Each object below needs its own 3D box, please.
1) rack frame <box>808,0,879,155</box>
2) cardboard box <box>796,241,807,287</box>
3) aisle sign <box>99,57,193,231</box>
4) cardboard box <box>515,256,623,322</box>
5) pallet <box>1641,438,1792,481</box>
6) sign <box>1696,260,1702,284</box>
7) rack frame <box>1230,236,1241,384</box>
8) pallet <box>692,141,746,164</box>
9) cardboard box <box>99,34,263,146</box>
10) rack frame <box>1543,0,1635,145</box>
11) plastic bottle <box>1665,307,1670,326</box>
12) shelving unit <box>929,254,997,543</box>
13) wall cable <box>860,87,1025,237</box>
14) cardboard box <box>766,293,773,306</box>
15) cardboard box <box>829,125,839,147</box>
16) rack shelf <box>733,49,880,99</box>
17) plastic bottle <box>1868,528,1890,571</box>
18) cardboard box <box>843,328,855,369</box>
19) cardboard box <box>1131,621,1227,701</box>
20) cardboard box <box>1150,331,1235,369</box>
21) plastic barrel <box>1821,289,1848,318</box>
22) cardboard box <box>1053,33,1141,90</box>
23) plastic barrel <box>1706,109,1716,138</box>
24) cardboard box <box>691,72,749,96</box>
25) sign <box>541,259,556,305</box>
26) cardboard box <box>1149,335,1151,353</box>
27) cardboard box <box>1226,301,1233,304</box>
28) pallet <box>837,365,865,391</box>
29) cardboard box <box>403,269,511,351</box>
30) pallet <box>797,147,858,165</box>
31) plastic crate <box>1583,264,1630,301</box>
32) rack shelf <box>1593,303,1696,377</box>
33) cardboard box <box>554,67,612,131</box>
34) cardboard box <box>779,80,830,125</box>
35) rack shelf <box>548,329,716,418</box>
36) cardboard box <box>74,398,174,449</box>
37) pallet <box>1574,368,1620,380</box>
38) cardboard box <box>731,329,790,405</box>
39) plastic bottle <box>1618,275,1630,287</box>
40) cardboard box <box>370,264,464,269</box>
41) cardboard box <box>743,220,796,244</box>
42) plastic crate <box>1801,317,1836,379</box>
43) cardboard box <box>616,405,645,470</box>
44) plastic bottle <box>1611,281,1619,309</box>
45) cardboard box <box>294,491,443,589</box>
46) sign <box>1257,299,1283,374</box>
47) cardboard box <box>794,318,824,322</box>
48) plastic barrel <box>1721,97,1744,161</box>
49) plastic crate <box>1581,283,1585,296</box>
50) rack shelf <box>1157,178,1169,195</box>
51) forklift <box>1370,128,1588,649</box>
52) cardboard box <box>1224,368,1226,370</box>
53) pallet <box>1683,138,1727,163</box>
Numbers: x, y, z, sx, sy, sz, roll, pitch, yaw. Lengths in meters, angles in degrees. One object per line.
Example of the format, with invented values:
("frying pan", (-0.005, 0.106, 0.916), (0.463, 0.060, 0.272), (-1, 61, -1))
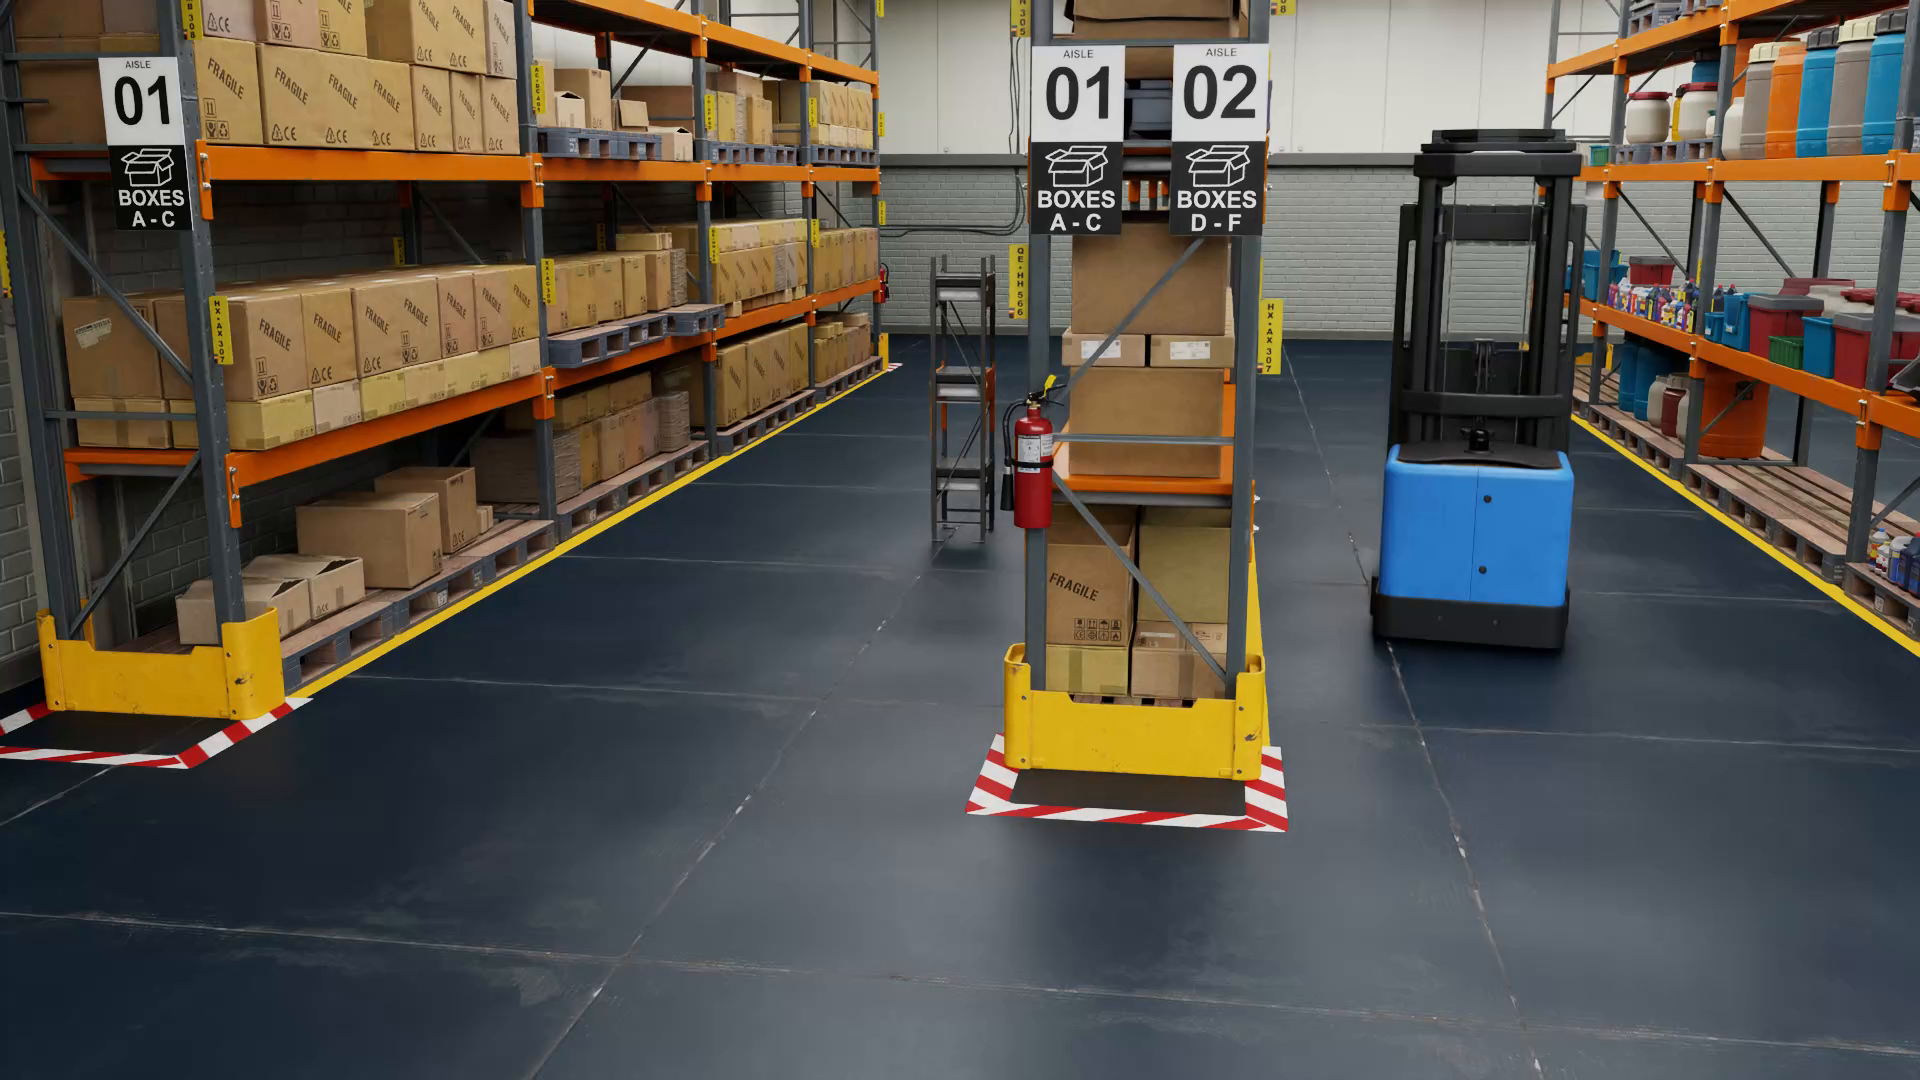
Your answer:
("rack frame", (-1.632, -6.866, 22.991), (1.000, 3.000, 0.127), (2, 12, 9))
("cardboard box", (-2.069, -3.200, 19.231), (0.500, 0.500, 0.500), (2, 12, 8))
("aisle sign", (-3.807, -1.848, 7.779), (0.394, 0.787, 0.004), (2, 12, 9))
("cardboard box", (-3.202, -2.058, 13.641), (0.700, 0.500, 0.500), (4, 13, 16))
("pallet", (7.007, -0.749, 15.467), (1.003, 0.211, 1.213), (2, 12, 9))
("sign", (8.085, -2.896, 18.156), (0.100, 0.325, 0.005), (2, 12, 9))
("rack frame", (1.418, -1.275, 11.290), (1.000, 3.000, 0.127), (2, 12, 9))
("pallet", (-2.816, -3.777, 16.229), (1.213, 0.211, 1.003), (2, 12, 11))
("cardboard box", (-3.794, -2.189, 8.125), (0.500, 0.500, 0.500), (2, 12, 10))
("rack frame", (8.157, -6.545, 21.501), (1.000, 3.000, 0.127), (2, 12, 9))
("plastic bottle", (6.714, -2.120, 15.683), (0.097, 0.201, 0.097), (0, 12, 0))
("shelving unit", (0.025, -1.061, 12.432), (0.431, 2.100, 0.503), (2, 12, 9))
("wall cable", (-0.409, -6.513, 28.727), (3.097, 2.526, 0.112), (2, 12, 9))
("cardboard box", (-2.258, -2.645, 18.194), (0.380, 0.149, 0.250), (2, 12, 7))
("cardboard box", (-1.788, -4.988, 20.522), (0.500, 0.250, 0.500), (2, 12, 7))
("rack shelf", (-1.940, -5.902, 21.177), (1.077, 0.370, 4.000), (2, 12, 9))
("plastic bottle", (5.829, 0.057, 10.541), (0.097, 0.271, 0.097), (0, 12, 0))
("cardboard box", (-1.794, -2.558, 22.181), (0.700, 0.500, 0.500), (1, 12, 7))
("cardboard box", (1.105, 0.592, 8.157), (0.500, 0.250, 0.500), (2, 12, 9))
("cardboard box", (1.076, -0.883, 7.694), (0.380, 0.149, 0.250), (2, 12, 8))
("plastic barrel", (6.915, -1.692, 12.961), (0.421, 0.512, 0.421), (0, 12, 0))
("cardboard box", (0.719, -2.357, 8.219), (0.500, 0.250, 0.500), (2, 12, 9))
("plastic barrel", (6.947, -3.779, 15.118), (0.301, 0.262, 0.301), (0, 12, 0))
("cardboard box", (-2.582, -4.903, 17.941), (0.500, 0.250, 0.500), (1, 12, 7))
("sign", (-2.940, -1.842, 11.866), (0.100, 0.325, 0.005), (2, 12, 9))
("cardboard box", (0.751, -1.002, 8.246), (0.380, 0.149, 0.250), (2, 12, 8))
("cardboard box", (1.391, -1.313, 9.690), (0.380, 0.149, 0.250), (2, 12, 10))
("pallet", (-1.868, -2.148, 21.957), (1.003, 0.211, 1.213), (2, 12, 9))
("cardboard box", (-3.316, -1.525, 10.980), (0.500, 0.500, 0.500), (2, 12, 8))
("pallet", (-1.921, -4.946, 21.416), (1.003, 0.211, 1.213), (2, 12, 9))
("plastic crate", (7.277, -2.909, 18.767), (0.392, 0.384, 0.575), (2, 12, 9))
("rack shelf", (7.234, -2.011, 16.413), (1.077, 0.370, 4.000), (2, 12, 9))
("cardboard box", (-3.125, -3.523, 13.368), (0.500, 0.500, 0.500), (1, 12, 7))
("cardboard box", (-1.860, -5.253, 19.971), (0.500, 0.500, 0.500), (2, 12, 8))
("rack shelf", (-3.170, -1.500, 14.039), (1.077, 0.370, 4.000), (2, 12, 9))
("cardboard box", (-4.212, -0.642, 8.662), (0.500, 0.250, 0.500), (2, 12, 9))
("pallet", (7.992, -2.078, 21.636), (1.003, 0.211, 1.213), (2, 12, 9))
("cardboard box", (-2.352, -1.930, 18.435), (0.750, 0.750, 0.750), (2, 12, 10))
("plastic bottle", (7.161, -2.684, 17.944), (0.144, 0.351, 0.185), (2, 12, 9))
("cardboard box", (-3.756, -1.647, 11.544), (0.500, 0.500, 0.500), (2, 12, 7))
("cardboard box", (-2.154, -3.459, 18.654), (0.500, 0.250, 0.500), (2, 12, 10))
("plastic crate", (6.174, -1.346, 11.656), (0.392, 0.384, 0.575), (2, 12, 9))
("cardboard box", (-3.164, -0.901, 14.445), (0.700, 0.500, 0.500), (2, 12, 8))
("plastic bottle", (7.044, -2.632, 17.863), (0.061, 0.283, 0.133), (2, 12, 9))
("cardboard box", (-3.647, -0.006, 10.291), (0.700, 0.500, 0.500), (1, 12, 5))
("sign", (1.350, -0.885, 7.238), (0.100, 0.325, 0.005), (2, 12, 9))
("cardboard box", (-2.012, -2.853, 22.008), (0.380, 0.149, 0.250), (2, 12, 9))
("plastic barrel", (6.576, -3.413, 13.824), (0.421, 0.512, 0.421), (0, 12, 0))
("plastic crate", (7.449, -2.916, 19.414), (0.437, 0.125, 0.590), (2, 12, 9))
("rack shelf", (2.956, -4.472, 20.709), (1.077, 0.370, 4.000), (2, 12, 9))
("forklift", (3.311, -1.084, 10.566), (1.130, 2.935, 3.031), (4, 13, 16))
("cardboard box", (1.756, -1.330, 12.142), (0.380, 0.149, 0.250), (2, 12, 9))
("pallet", (7.141, -3.477, 14.834), (1.003, 0.211, 1.213), (2, 12, 9))
